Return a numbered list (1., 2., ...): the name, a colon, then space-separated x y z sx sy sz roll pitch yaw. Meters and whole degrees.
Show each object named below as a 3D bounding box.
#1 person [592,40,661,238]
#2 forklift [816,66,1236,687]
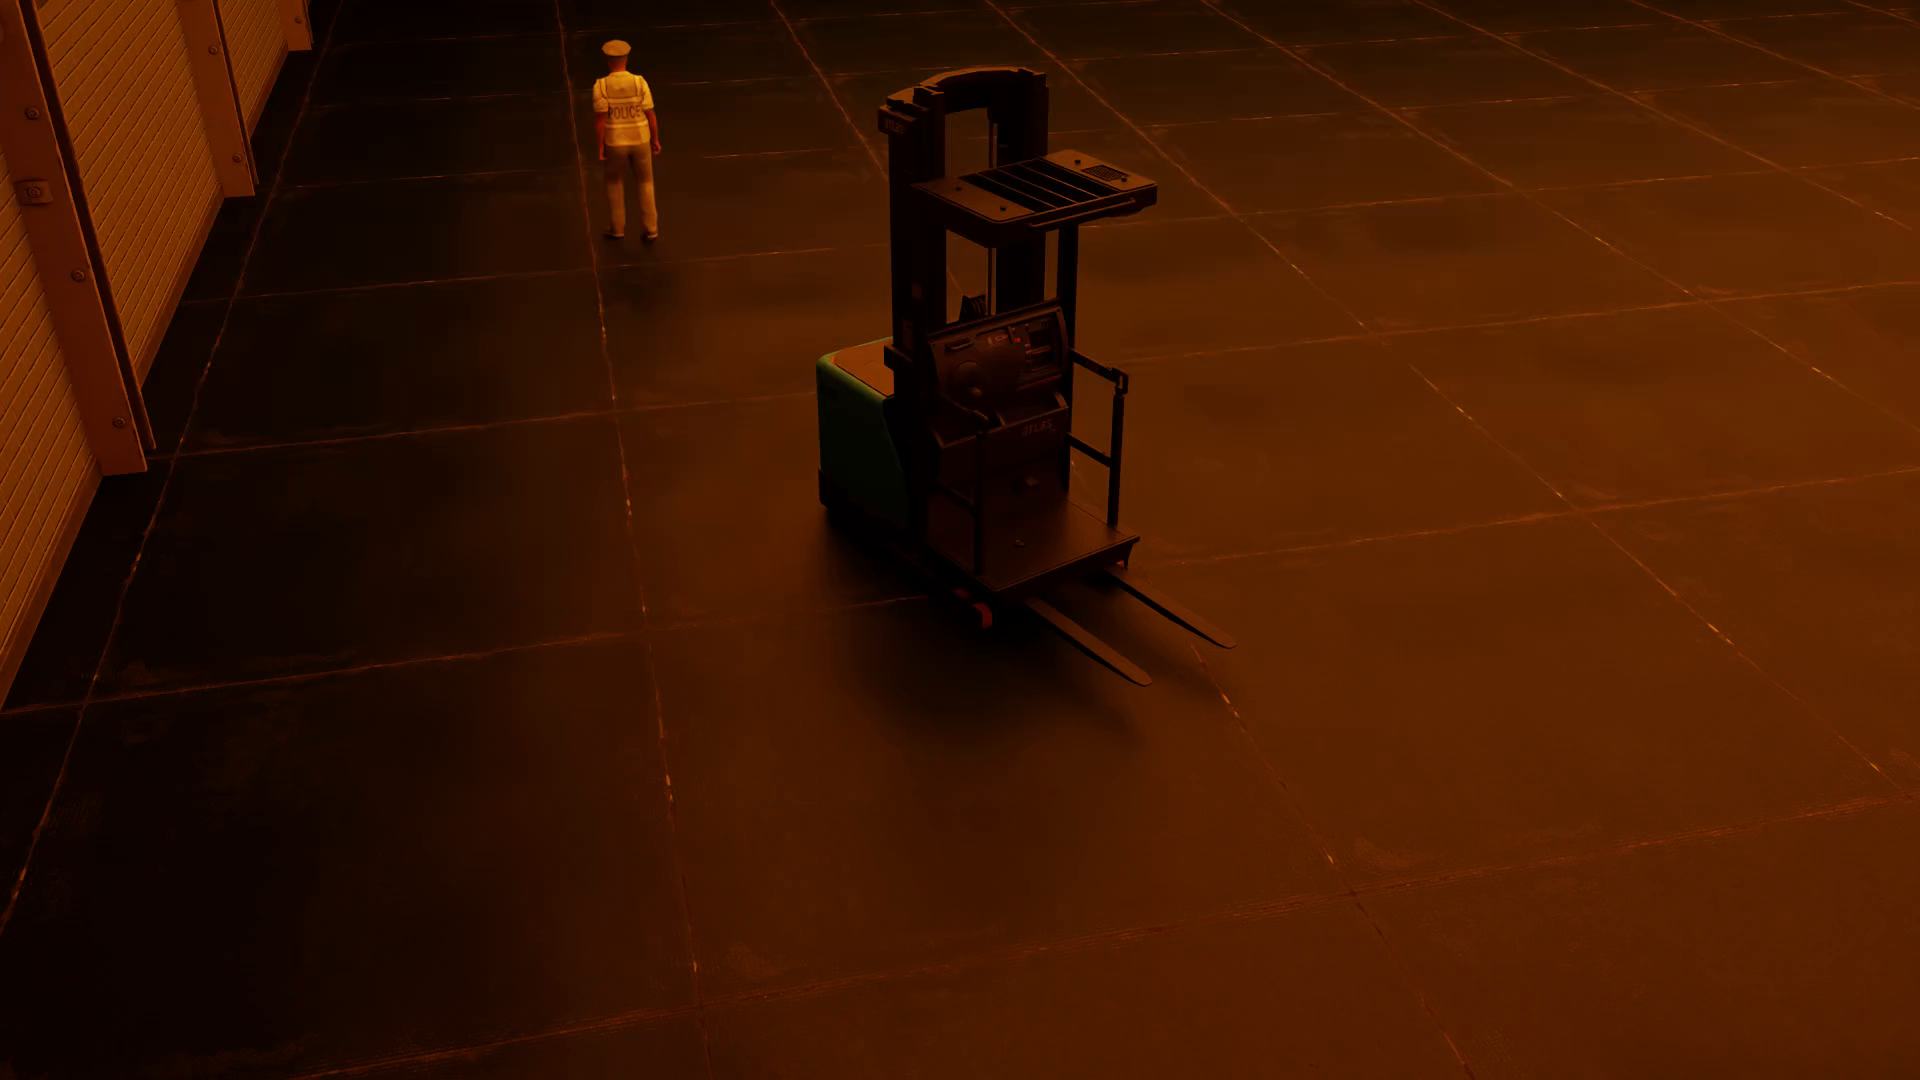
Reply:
1. person: -2.988 -3.584 14.950 0.580 1.779 0.445 -8 31 -14
2. forklift: 0.355 -1.021 9.338 1.130 2.935 3.031 -20 35 -30
